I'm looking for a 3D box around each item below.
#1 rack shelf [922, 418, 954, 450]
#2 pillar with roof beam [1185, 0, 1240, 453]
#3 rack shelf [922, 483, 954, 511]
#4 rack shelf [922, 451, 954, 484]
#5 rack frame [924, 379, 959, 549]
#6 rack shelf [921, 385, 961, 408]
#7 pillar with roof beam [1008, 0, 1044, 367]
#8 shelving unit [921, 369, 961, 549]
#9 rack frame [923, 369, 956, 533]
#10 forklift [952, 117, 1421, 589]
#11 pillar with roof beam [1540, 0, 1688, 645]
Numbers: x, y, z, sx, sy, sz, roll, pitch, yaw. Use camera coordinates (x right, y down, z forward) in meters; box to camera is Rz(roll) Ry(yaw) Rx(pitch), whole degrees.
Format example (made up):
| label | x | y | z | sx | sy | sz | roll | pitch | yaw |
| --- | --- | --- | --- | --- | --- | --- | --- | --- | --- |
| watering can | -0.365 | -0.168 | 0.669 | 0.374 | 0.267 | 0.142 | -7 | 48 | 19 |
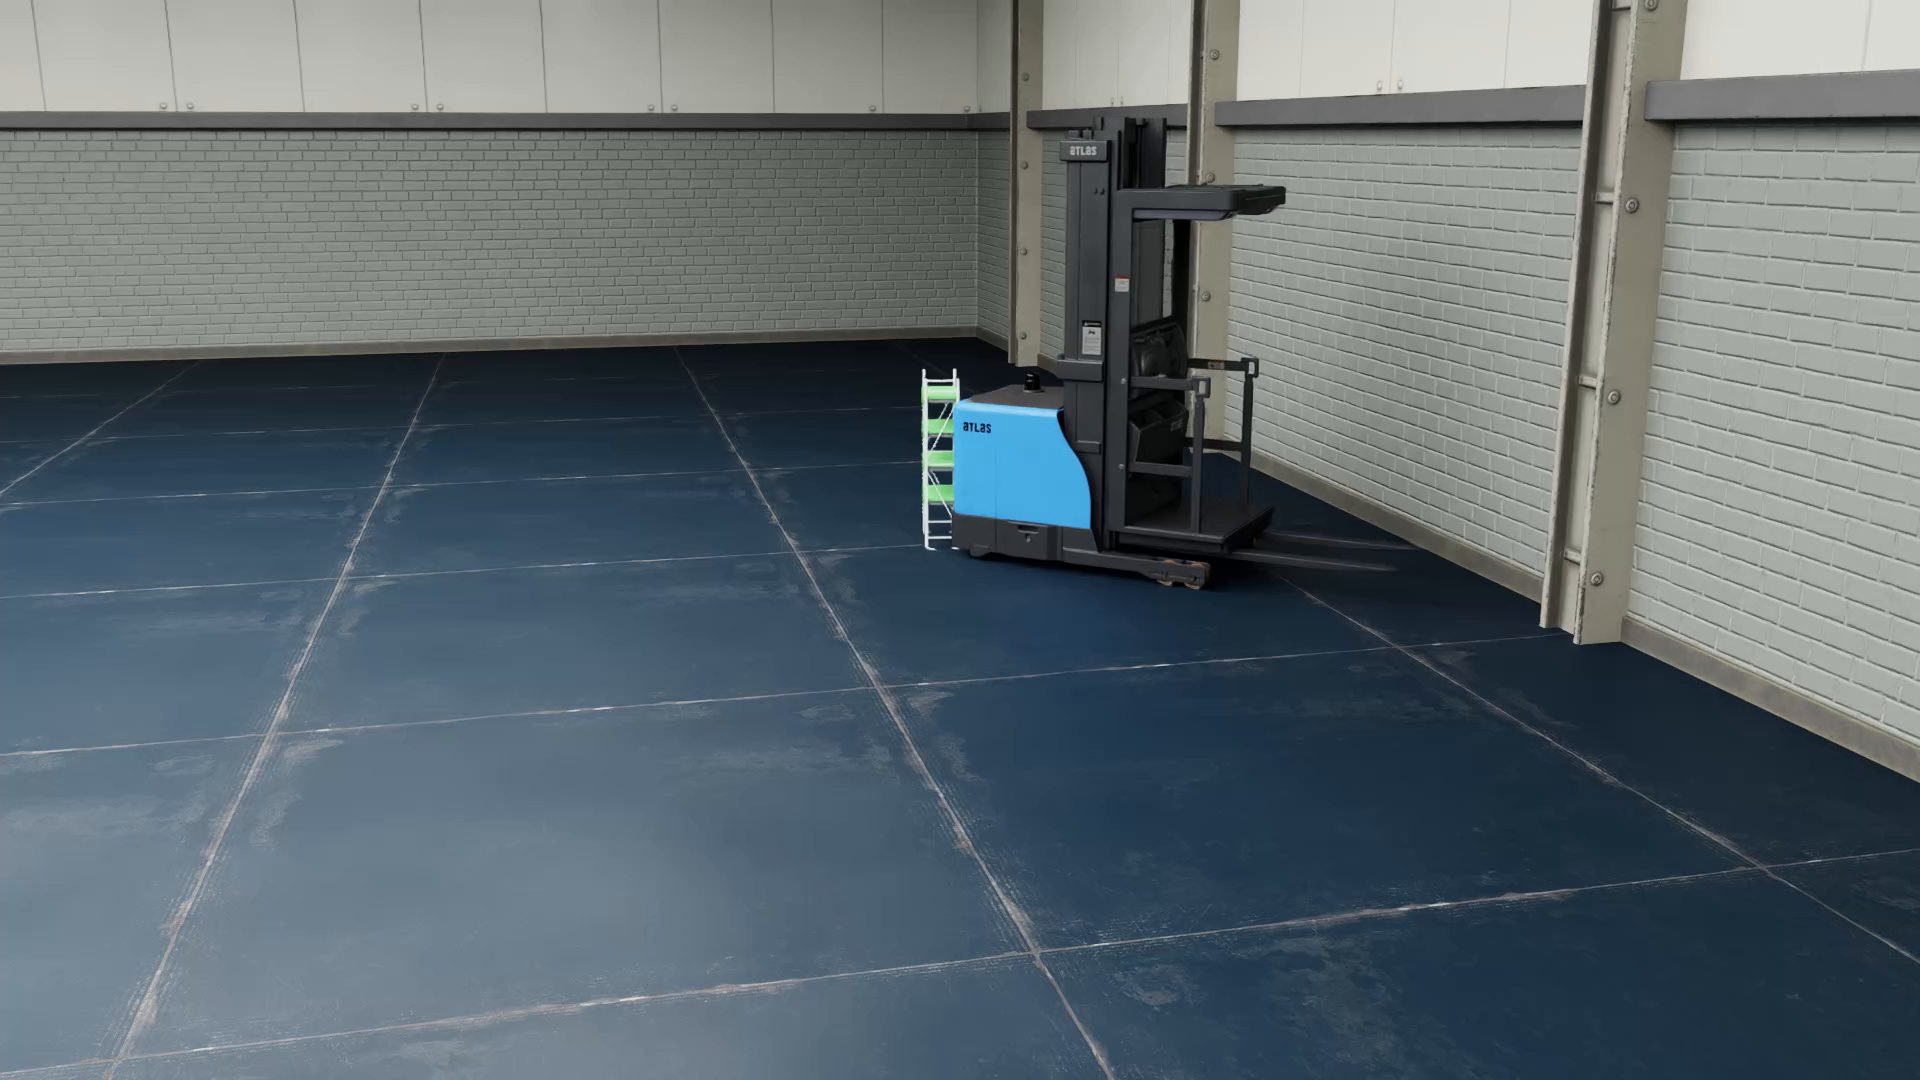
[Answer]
| label | x | y | z | sx | sy | sz | roll | pitch | yaw |
| --- | --- | --- | --- | --- | --- | --- | --- | --- | --- |
| rack shelf | -0.136 | -0.750 | 11.726 | 0.258 | 0.148 | 0.480 | -1 | 14 | -3 |
| pillar with roof beam | -1.965 | -4.973 | 13.322 | 9.100 | 9.000 | 0.400 | -3 | 14 | -13 |
| rack shelf | -0.136 | -0.284 | 11.840 | 0.258 | 0.148 | 0.480 | -1 | 14 | -3 |
| rack shelf | -0.136 | -0.517 | 11.783 | 0.258 | 0.148 | 0.480 | -1 | 14 | -3 |
| rack frame | -0.124 | -0.521 | 11.531 | 0.240 | 1.200 | 0.015 | -1 | 14 | -3 |
| rack shelf | -0.136 | -0.983 | 11.669 | 0.258 | 0.148 | 0.480 | -1 | 14 | -3 |
| pillar with roof beam | -3.374 | -6.357 | 18.987 | 9.100 | 9.000 | 0.400 | -3 | 14 | -13 |
| shelving unit | -0.136 | -0.579 | 11.768 | 0.258 | 1.200 | 0.503 | -1 | 14 | -3 |
| rack frame | -0.147 | -0.637 | 12.005 | 0.240 | 1.200 | 0.015 | -1 | 14 | -3 |
| forklift | 1.491 | -1.253 | 10.880 | 3.031 | 2.935 | 1.130 | 7 | 15 | 27 |
| pillar with roof beam | -0.556 | -3.589 | 7.656 | 9.100 | 9.000 | 0.400 | -3 | 14 | -13 |
